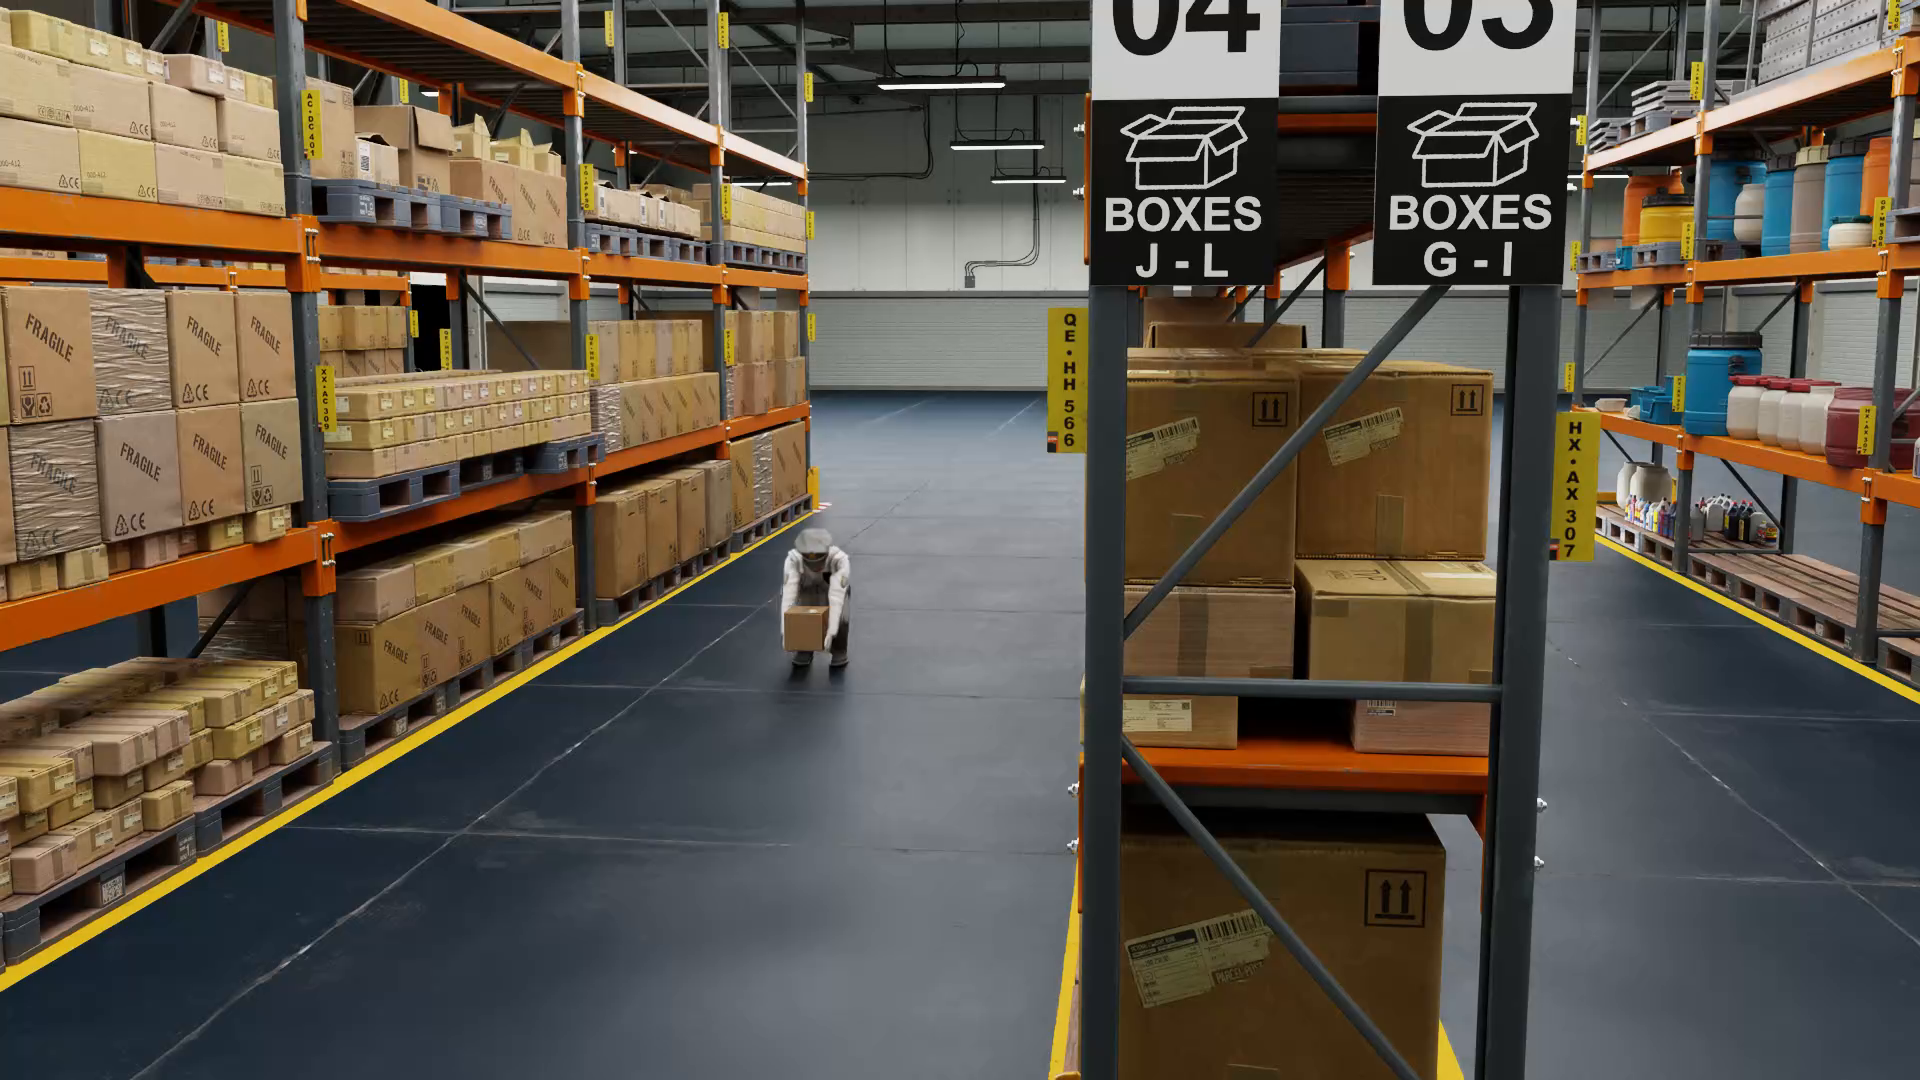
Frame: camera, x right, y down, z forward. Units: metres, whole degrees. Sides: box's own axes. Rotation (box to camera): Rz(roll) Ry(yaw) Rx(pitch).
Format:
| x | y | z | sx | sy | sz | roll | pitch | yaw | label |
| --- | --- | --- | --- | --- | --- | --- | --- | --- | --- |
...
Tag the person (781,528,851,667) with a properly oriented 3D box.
| x | y | z | sx | sy | sz | roll | pitch | yaw | label |
| --- | --- | --- | --- | --- | --- | --- | --- | --- | --- |
| -0.956 | 0.377 | 11.124 | 0.459 | 0.977 | 0.857 | 1 | 8 | 5 | person |
